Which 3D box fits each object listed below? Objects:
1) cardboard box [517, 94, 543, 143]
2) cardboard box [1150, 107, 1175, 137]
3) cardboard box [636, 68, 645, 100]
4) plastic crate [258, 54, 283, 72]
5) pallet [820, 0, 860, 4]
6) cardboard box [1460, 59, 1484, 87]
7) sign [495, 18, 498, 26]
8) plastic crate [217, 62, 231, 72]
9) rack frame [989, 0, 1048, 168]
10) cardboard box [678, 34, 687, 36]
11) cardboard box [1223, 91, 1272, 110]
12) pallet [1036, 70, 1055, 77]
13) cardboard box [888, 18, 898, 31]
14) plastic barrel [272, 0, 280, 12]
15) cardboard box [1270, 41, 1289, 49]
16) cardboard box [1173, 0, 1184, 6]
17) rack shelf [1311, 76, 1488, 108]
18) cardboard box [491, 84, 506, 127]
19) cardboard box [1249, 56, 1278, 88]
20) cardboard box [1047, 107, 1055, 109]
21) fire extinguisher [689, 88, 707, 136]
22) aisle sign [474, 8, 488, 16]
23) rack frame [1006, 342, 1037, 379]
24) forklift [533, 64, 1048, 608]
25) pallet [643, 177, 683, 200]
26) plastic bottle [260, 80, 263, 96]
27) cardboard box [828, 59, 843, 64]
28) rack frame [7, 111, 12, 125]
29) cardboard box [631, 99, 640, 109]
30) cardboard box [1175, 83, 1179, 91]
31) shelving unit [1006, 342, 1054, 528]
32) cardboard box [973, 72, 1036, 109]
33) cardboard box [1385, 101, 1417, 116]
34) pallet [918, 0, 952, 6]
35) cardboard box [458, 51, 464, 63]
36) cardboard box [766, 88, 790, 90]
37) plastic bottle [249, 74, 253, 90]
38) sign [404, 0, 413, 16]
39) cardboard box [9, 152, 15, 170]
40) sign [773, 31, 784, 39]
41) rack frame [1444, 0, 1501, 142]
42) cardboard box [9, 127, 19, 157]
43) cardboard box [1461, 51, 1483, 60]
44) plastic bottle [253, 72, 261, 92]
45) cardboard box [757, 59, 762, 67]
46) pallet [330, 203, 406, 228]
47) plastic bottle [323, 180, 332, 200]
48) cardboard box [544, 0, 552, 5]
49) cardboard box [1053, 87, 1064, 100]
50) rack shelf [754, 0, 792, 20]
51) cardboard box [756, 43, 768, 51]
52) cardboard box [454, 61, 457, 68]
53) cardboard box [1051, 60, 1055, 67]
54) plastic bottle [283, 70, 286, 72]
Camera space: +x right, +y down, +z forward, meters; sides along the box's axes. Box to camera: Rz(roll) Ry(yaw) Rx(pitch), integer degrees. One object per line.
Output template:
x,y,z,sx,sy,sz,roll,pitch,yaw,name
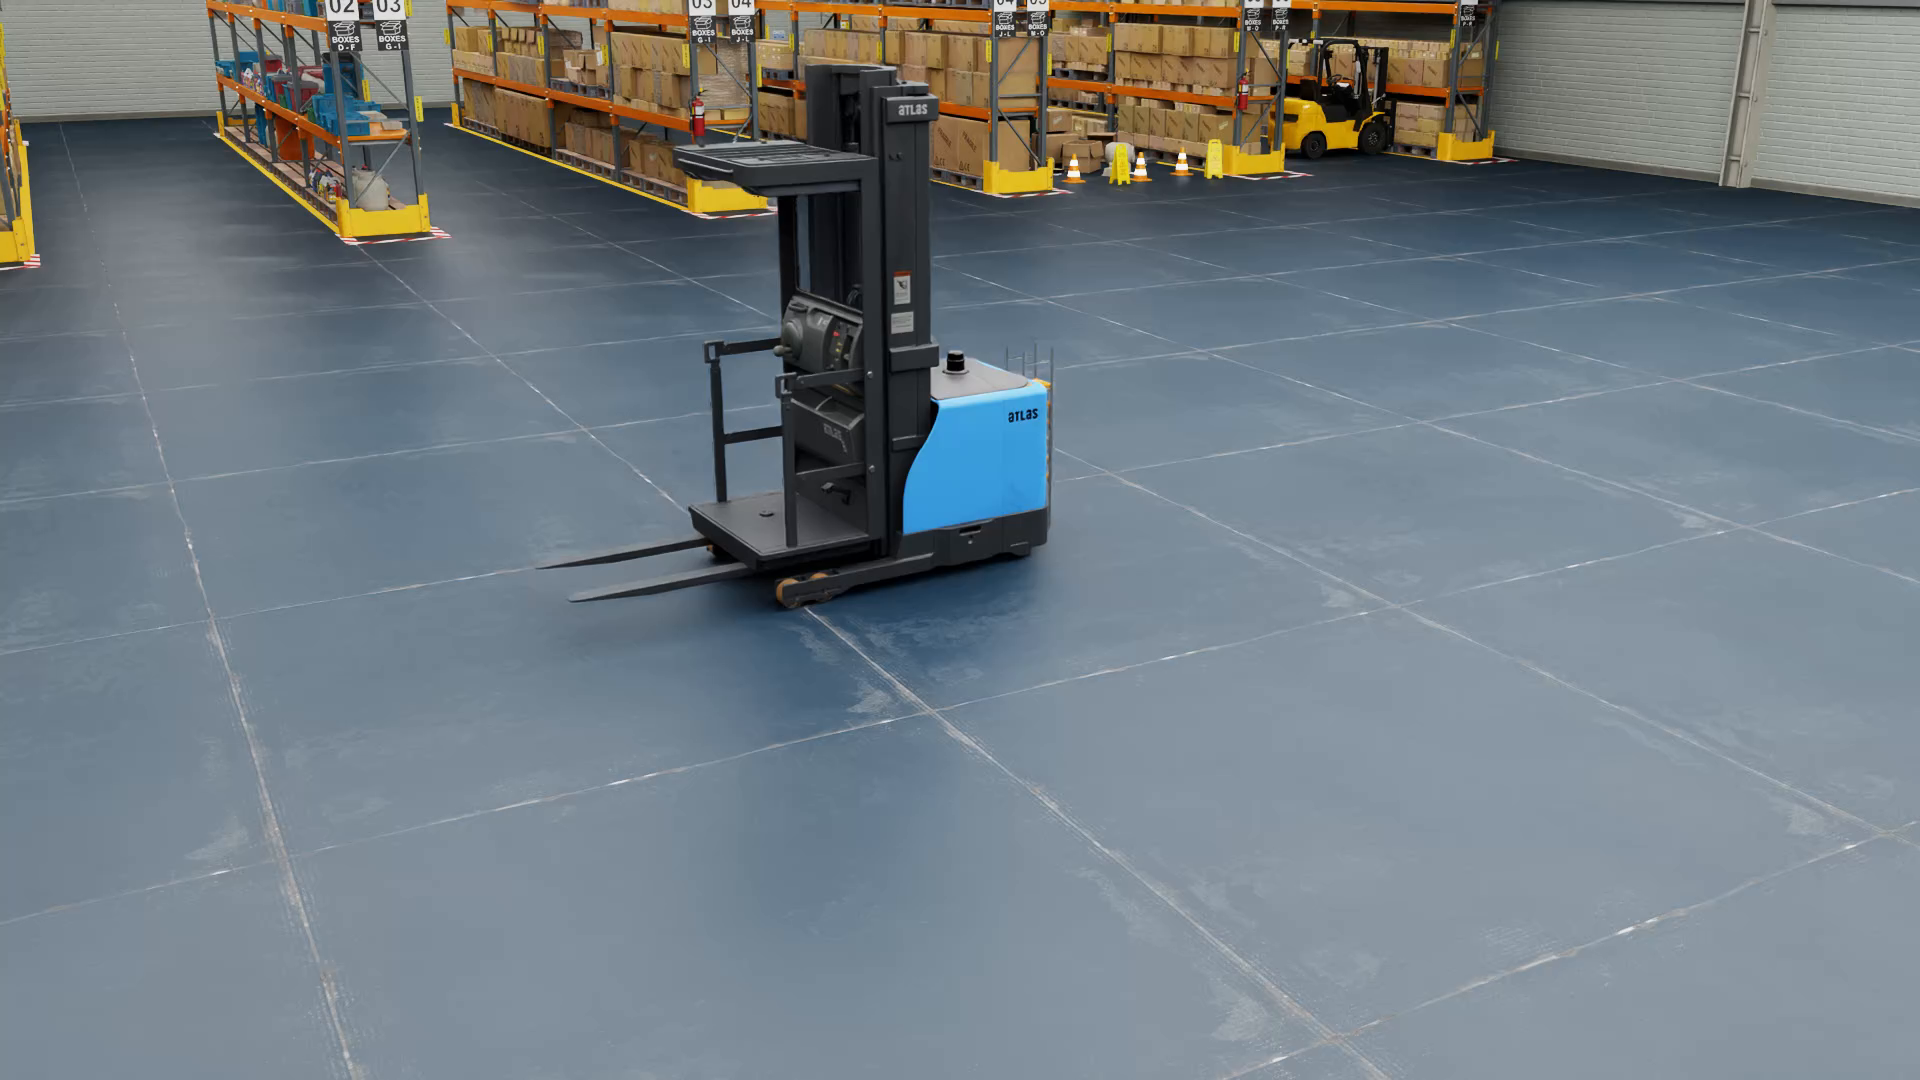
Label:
-7.998,-8.349,32.842,1.225,0.875,0.875,-10,21,-26,cardboard box
3.900,-7.824,31.130,0.500,0.500,0.500,-9,21,-24,cardboard box
-4.681,-7.320,26.638,0.875,0.500,0.500,-10,21,-27,cardboard box
-13.734,-9.431,33.175,0.402,0.464,0.583,-10,21,-27,plastic crate
-1.973,-10.267,31.478,1.003,0.211,1.213,-9,21,-24,pallet
9.624,-8.937,31.780,0.500,0.500,0.500,-9,21,-25,cardboard box
-10.587,-11.732,37.895,0.100,0.325,0.005,-10,21,-27,sign
-15.290,-9.864,34.784,0.416,0.233,0.300,-10,21,-27,plastic crate
0.940,-7.139,26.722,1.000,3.000,0.127,-10,21,-27,rack frame
-4.208,-7.691,26.180,0.500,0.500,0.500,-10,21,-27,cardboard box
6.417,-9.710,37.169,0.875,0.625,0.625,-9,21,-25,cardboard box
1.881,-9.953,35.170,1.213,0.211,1.003,-10,21,-27,pallet
-1.401,-12.284,39.946,0.500,0.500,0.500,-10,21,-26,cardboard box
-10.475,-8.736,25.983,0.600,0.901,0.600,0,19,0,plastic barrel
6.838,-10.560,35.489,0.380,0.149,0.250,-11,22,-28,cardboard box
4.064,-9.727,30.009,0.380,0.149,0.250,-10,22,-27,cardboard box
8.665,-8.939,33.041,1.077,0.370,4.000,-10,21,-27,rack shelf
-9.415,-9.241,35.426,0.875,0.875,0.875,-10,21,-27,cardboard box
5.267,-8.302,29.482,0.500,0.500,0.500,-10,22,-27,cardboard box
1.709,-9.024,35.569,0.950,0.372,0.625,-12,22,-30,cardboard box
-3.825,-6.259,24.291,0.296,0.674,0.183,-10,21,-27,fire extinguisher
-10.841,-12.289,37.661,0.394,0.787,0.004,-10,21,-27,aisle sign
0.392,-0.677,10.754,0.240,1.200,0.006,-12,22,-31,rack frame
-0.982,-1.192,9.593,3.031,2.935,1.130,-11,22,-29,forklift
-4.440,-5.692,26.803,1.003,0.211,1.213,-10,21,-27,pallet
-12.308,-7.990,29.368,0.061,0.283,0.133,-10,21,-27,plastic bottle
-2.166,-8.879,31.610,0.500,0.500,0.500,-10,22,-27,cardboard box
-17.892,-8.311,30.119,1.000,3.000,0.127,-10,21,-27,rack frame
-5.076,-7.031,26.795,0.380,0.149,0.250,-10,21,-27,cardboard box
4.173,-8.332,30.565,0.380,0.149,0.250,-10,21,-27,cardboard box
0.441,-0.652,10.681,0.258,1.200,0.189,-12,22,-31,shelving unit
0.723,-7.310,26.986,0.875,0.550,0.550,-10,21,-27,cardboard box
8.625,-8.449,32.557,0.500,0.250,0.500,-10,21,-26,cardboard box
-0.005,-9.077,27.876,1.003,0.211,1.213,-10,21,-27,pallet
-10.828,-10.735,36.917,0.500,0.250,0.500,-10,22,-27,cardboard box
-3.950,-9.631,35.983,0.500,0.250,0.500,-9,21,-24,cardboard box
-13.096,-8.495,30.841,0.152,0.276,0.135,-10,21,-27,plastic bottle
-7.346,-7.139,22.109,0.100,0.325,0.005,-10,21,-27,sign
-14.801,-5.777,25.487,0.500,0.311,0.500,-9,21,-25,cardboard box
-5.120,-14.281,47.005,0.327,0.218,0.001,-10,21,-27,sign
9.614,-8.705,31.260,1.000,3.000,0.127,-10,21,-27,rack frame
-17.178,-7.097,29.758,0.500,0.500,0.500,-10,21,-26,cardboard box
9.682,-9.196,31.536,0.380,0.149,0.250,-11,22,-28,cardboard box
-12.780,-8.336,30.267,0.144,0.351,0.185,-10,21,-27,plastic bottle
-3.981,-9.880,34.408,0.380,0.149,0.250,-11,22,-29,cardboard box
-8.291,-4.563,23.532,1.003,0.211,1.213,-10,21,-27,pallet
-9.252,-5.129,24.398,0.152,0.276,0.135,-11,22,-28,plastic bottle
-7.273,-9.869,30.265,0.500,0.250,0.500,-10,21,-26,cardboard box
2.758,-11.706,43.145,0.500,0.500,0.500,-10,21,-26,cardboard box
-3.809,-11.088,34.670,1.077,0.370,4.000,-10,21,-27,rack shelf
-4.108,-10.238,34.532,0.380,0.149,0.250,-9,21,-24,cardboard box
-11.193,-10.721,37.488,0.380,0.149,0.250,-10,21,-26,cardboard box
2.098,-9.803,34.183,0.380,0.149,0.250,-9,21,-25,cardboard box
-13.059,-8.956,32.177,0.152,0.276,0.135,-10,21,-27,plastic bottle
